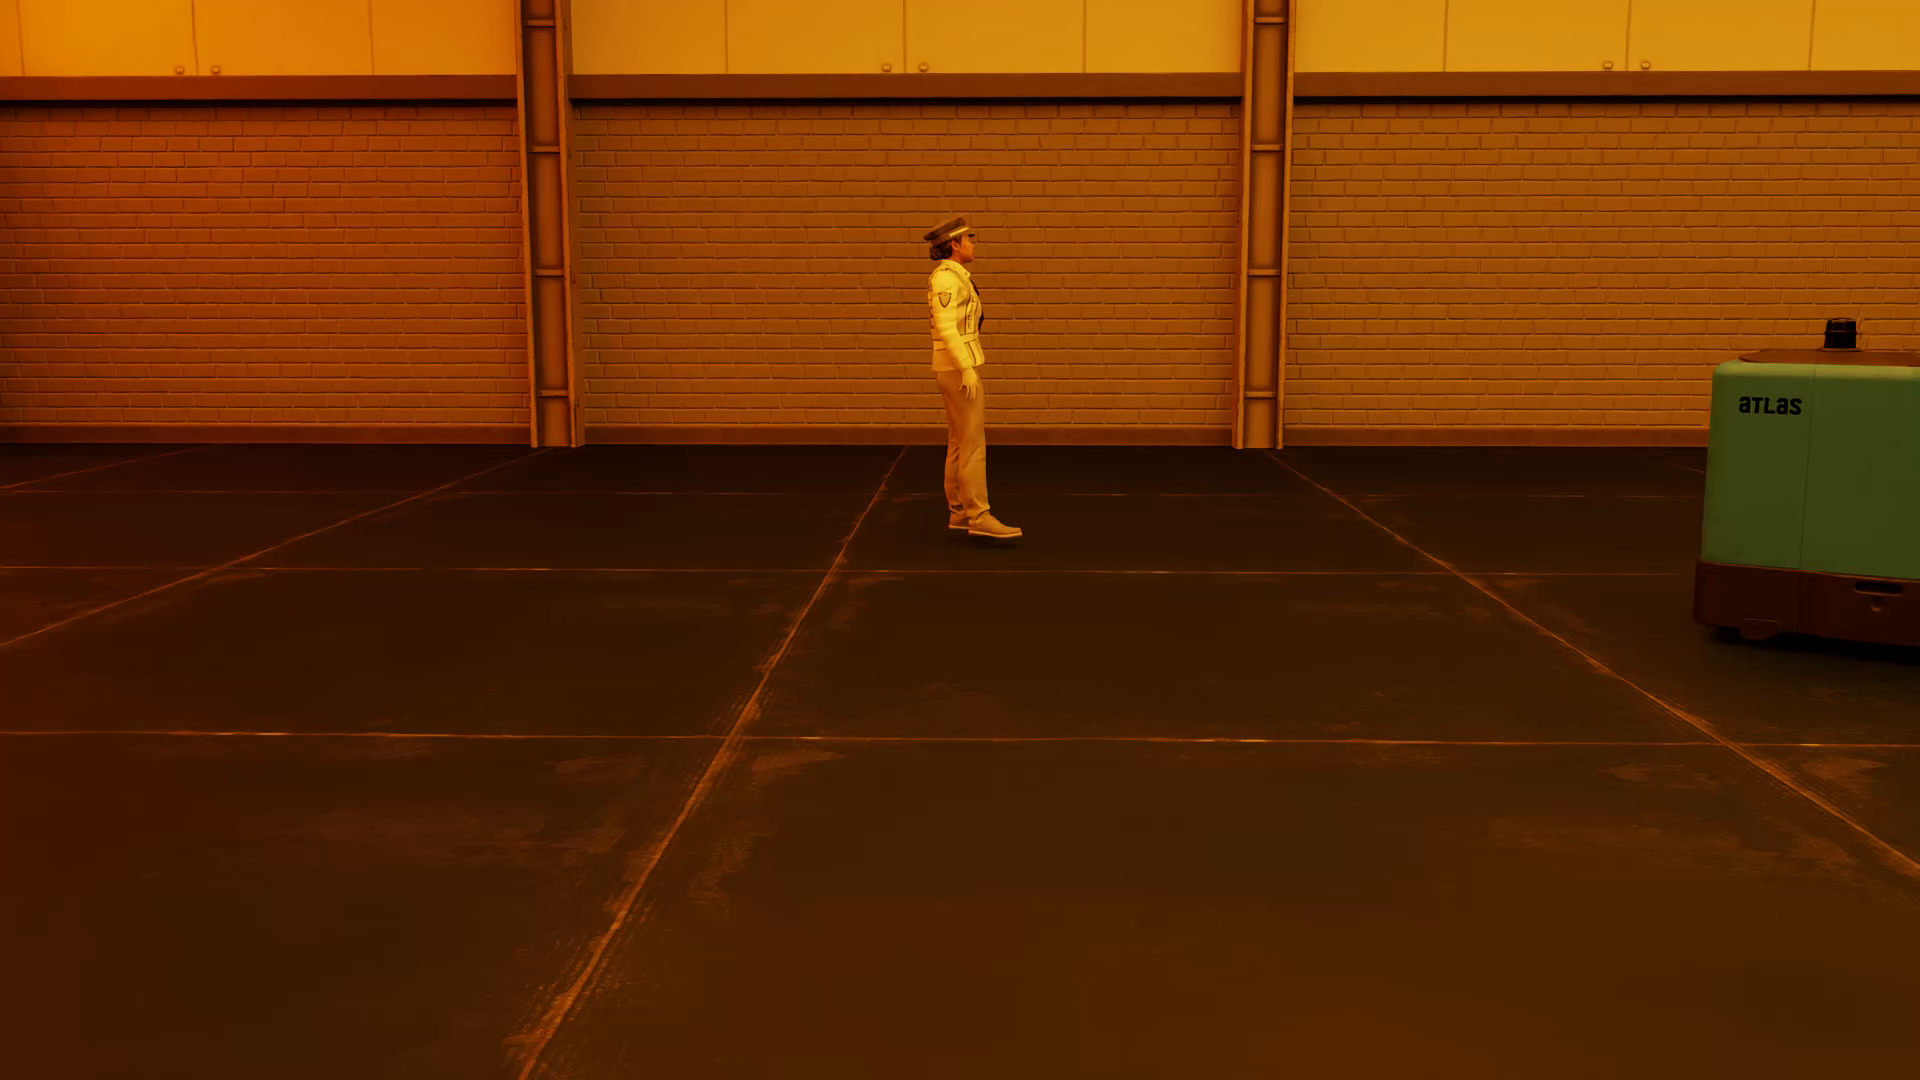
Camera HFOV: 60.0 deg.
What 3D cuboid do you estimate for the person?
[{"bbox_3d":[0.069,-0.883,8.858,0.530,1.694,0.586,0,9,1],"label":"person"}]

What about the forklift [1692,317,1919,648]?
[{"bbox_3d":[4.371,-1.000,5.840,3.031,2.935,1.130,6,10,32],"label":"forklift"}]
